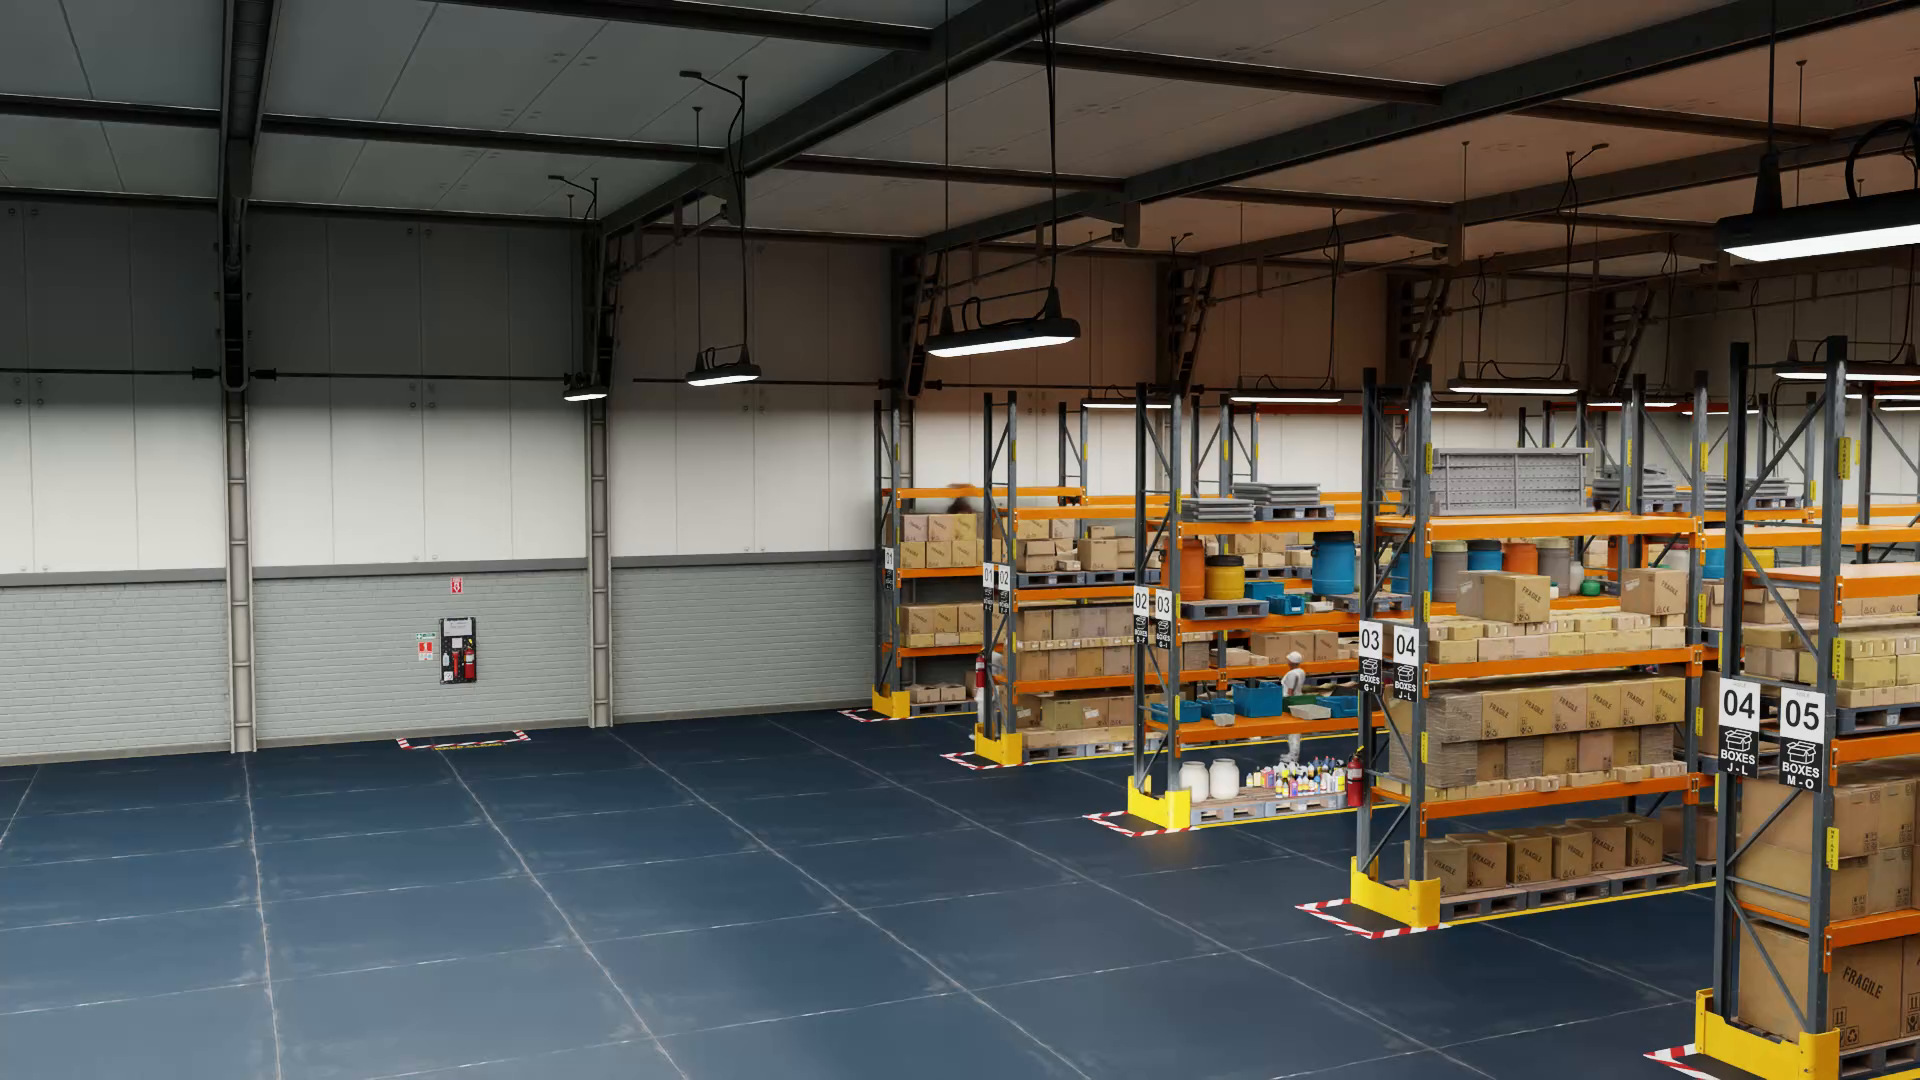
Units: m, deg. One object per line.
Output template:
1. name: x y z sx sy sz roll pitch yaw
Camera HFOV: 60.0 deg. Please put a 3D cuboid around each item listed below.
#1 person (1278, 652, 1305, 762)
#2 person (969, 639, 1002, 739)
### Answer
1. person: 5.402 2.706 27.085 0.422 1.798 0.602 1 3 14
2. person: 0.460 2.581 29.032 0.445 1.778 0.620 2 4 36
